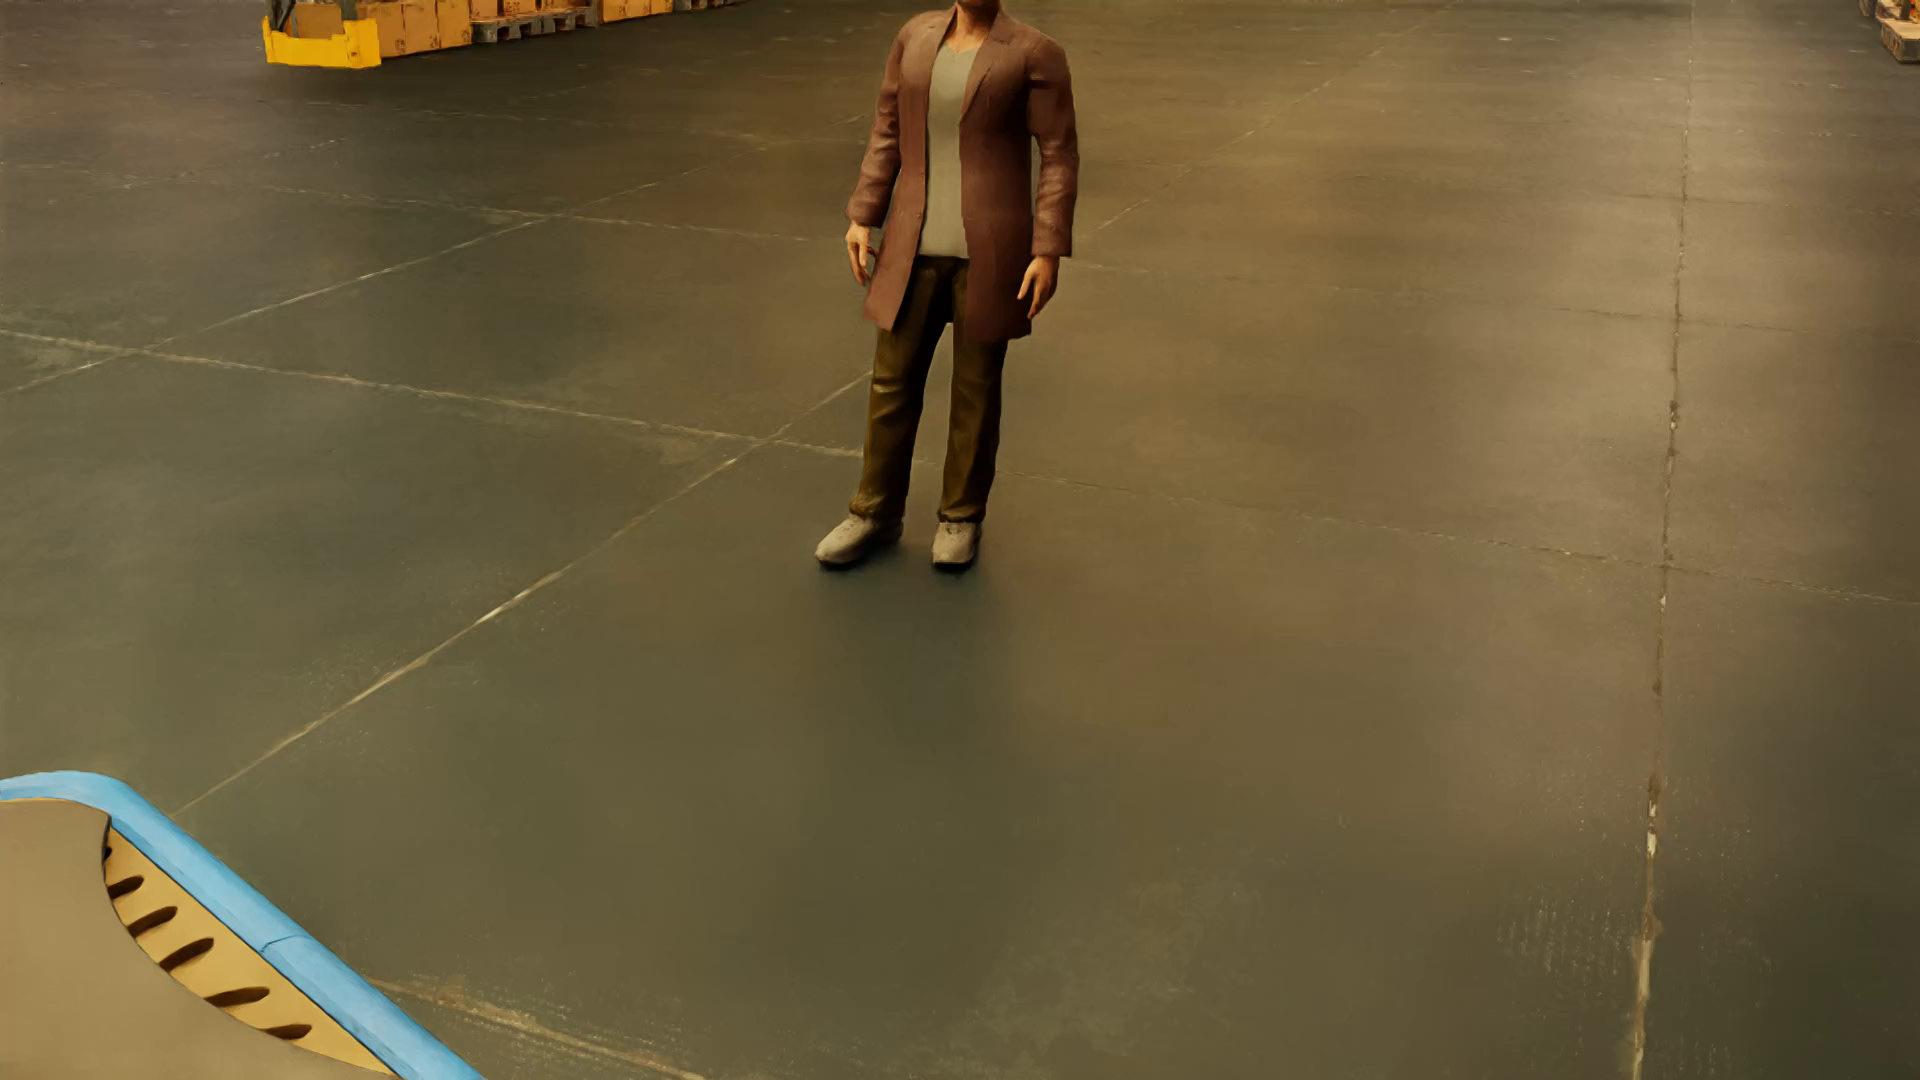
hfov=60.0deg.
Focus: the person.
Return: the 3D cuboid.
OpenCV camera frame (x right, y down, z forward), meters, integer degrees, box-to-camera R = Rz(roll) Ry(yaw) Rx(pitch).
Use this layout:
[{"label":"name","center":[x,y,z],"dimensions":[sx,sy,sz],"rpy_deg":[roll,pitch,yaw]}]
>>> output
[{"label":"person","center":[-0.039,-0.795,4.671],"dimensions":[0.694,1.776,0.580],"rpy_deg":[9,24,21]}]
